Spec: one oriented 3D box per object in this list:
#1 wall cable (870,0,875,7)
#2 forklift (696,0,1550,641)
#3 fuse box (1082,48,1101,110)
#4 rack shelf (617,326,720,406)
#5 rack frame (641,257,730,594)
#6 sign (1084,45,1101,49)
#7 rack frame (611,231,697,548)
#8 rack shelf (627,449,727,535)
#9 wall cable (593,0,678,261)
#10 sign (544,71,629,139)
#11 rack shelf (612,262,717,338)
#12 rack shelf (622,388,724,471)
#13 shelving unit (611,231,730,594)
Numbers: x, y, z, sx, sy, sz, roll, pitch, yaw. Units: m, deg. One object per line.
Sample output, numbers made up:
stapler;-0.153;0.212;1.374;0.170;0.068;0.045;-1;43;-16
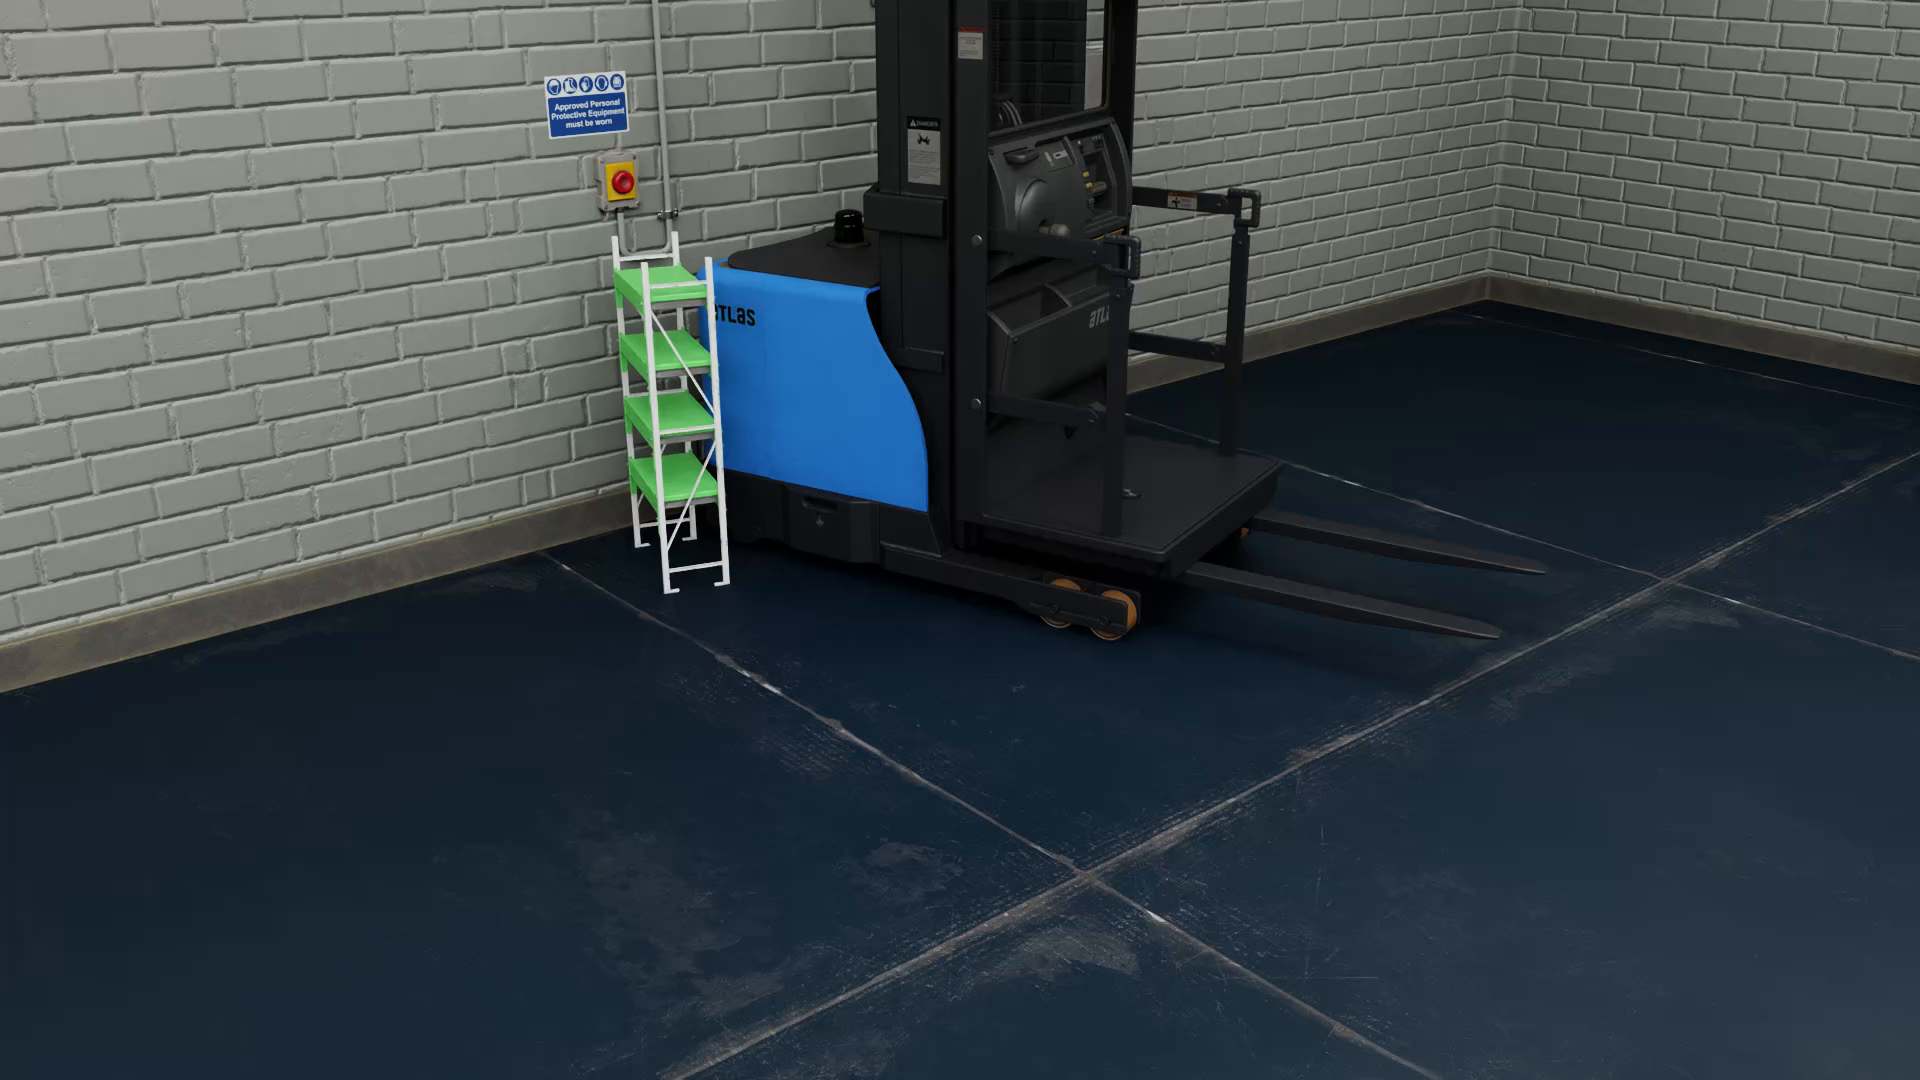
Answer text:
wall cable;-0.208;-2.262;6.753;0.588;1.984;0.122;-17;27;-37
forklift;0.533;-1.246;5.647;3.031;2.935;1.130;13;25;29
fuse box;0.412;-1.308;7.477;0.539;1.711;0.414;-17;27;-37
rack shelf;-1.048;-0.630;5.965;0.258;0.148;0.480;-9;23;-21
rack frame;-0.955;-0.384;5.819;0.240;1.200;0.015;-9;23;-21
sign;0.651;-2.038;7.706;0.329;0.494;0.001;-17;27;-37
rack frame;-1.142;-0.548;6.239;0.240;1.200;0.015;-9;23;-21
rack shelf;-1.048;-0.183;6.140;0.258;0.148;0.480;-9;23;-21
wall cable;-1.274;-1.936;5.877;0.585;1.953;0.123;-17;27;-37
sign;-1.351;-1.579;6.033;0.327;0.218;0.001;-17;27;-37
rack shelf;-1.048;-0.854;5.878;0.258;0.148;0.480;-9;23;-21
rack shelf;-1.048;-0.407;6.053;0.258;0.148;0.480;-9;23;-21
shelving unit;-1.048;-0.466;6.029;0.258;1.200;0.503;-9;23;-21
